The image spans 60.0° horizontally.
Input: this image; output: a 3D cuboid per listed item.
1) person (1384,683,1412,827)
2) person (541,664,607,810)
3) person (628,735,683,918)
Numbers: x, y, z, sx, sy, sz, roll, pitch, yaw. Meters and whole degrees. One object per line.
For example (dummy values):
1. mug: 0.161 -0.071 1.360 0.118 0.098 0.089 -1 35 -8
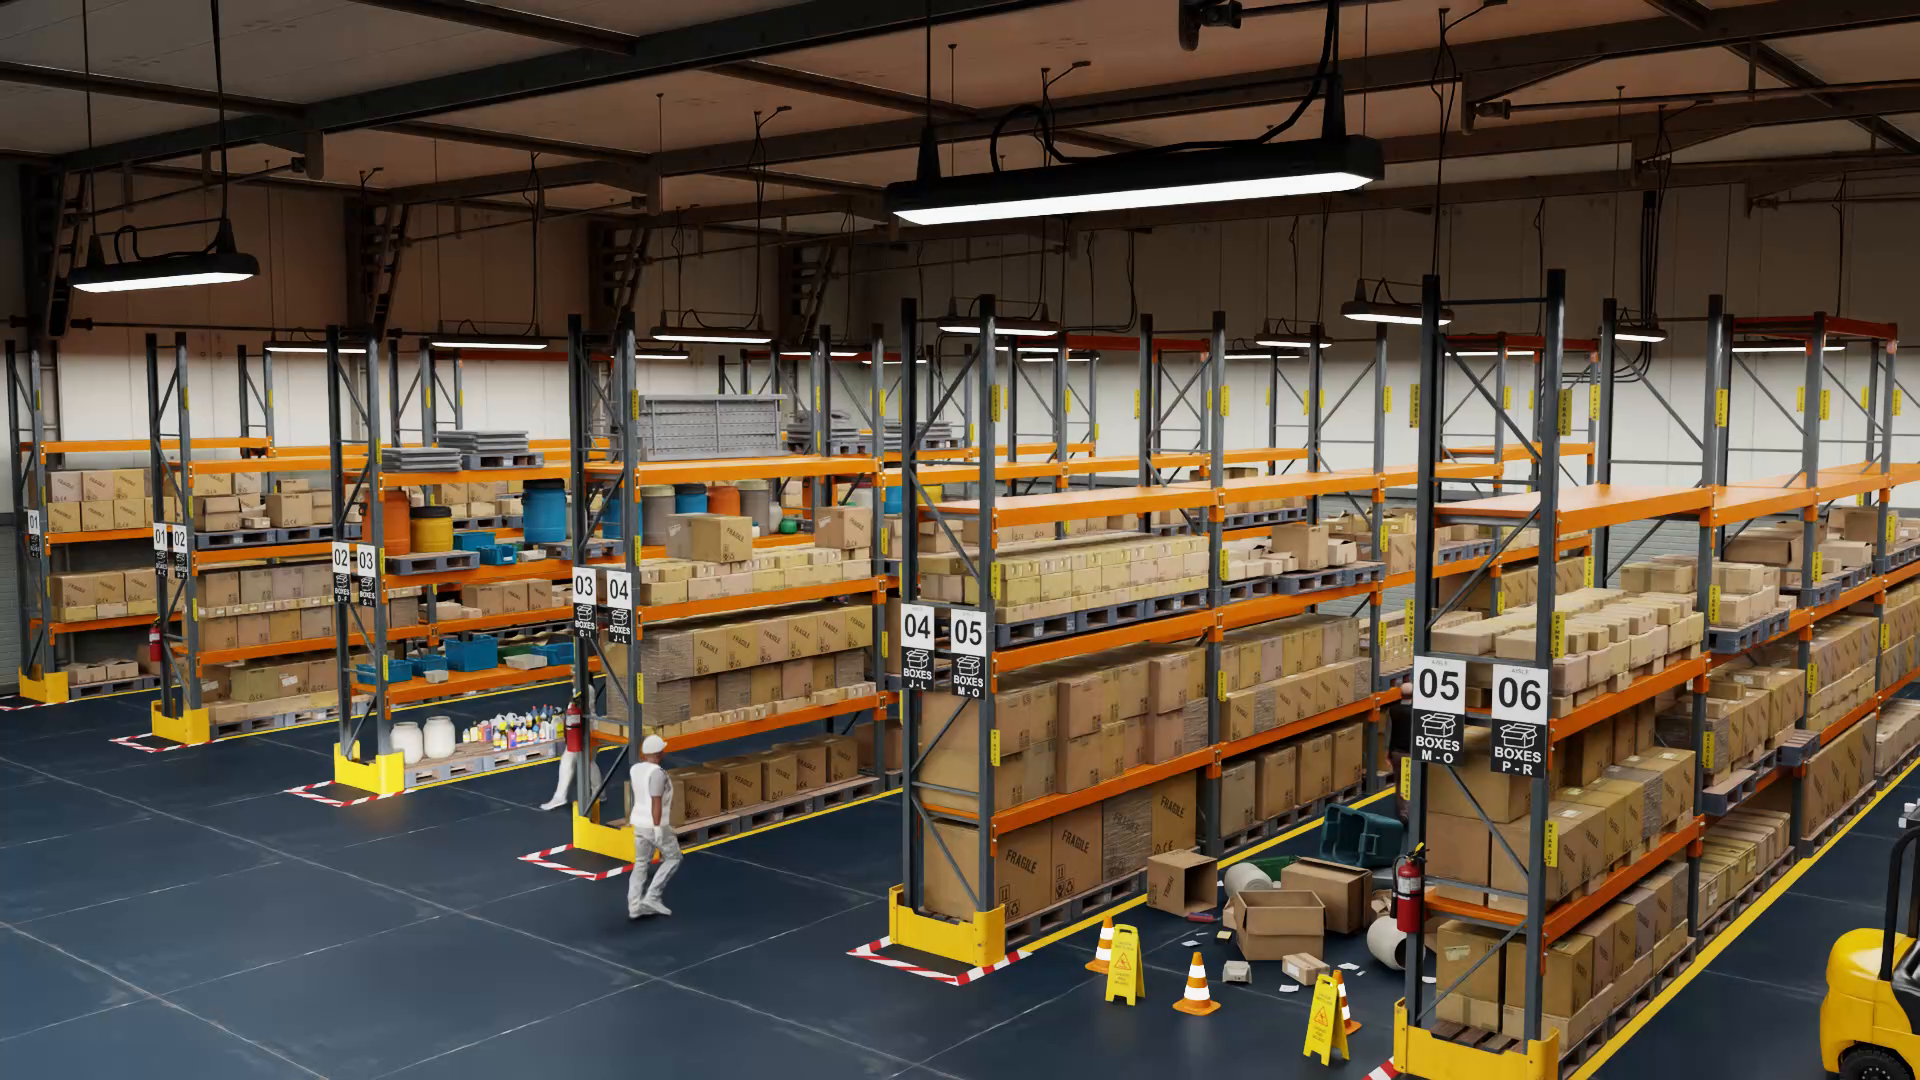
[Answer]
1. person: 5.281 2.547 19.666 0.566 1.720 0.537 4 7 40
2. person: -4.802 2.434 20.708 0.720 1.748 0.652 0 5 4
3. person: -3.030 2.797 16.327 0.495 1.766 0.598 -4 7 -39
